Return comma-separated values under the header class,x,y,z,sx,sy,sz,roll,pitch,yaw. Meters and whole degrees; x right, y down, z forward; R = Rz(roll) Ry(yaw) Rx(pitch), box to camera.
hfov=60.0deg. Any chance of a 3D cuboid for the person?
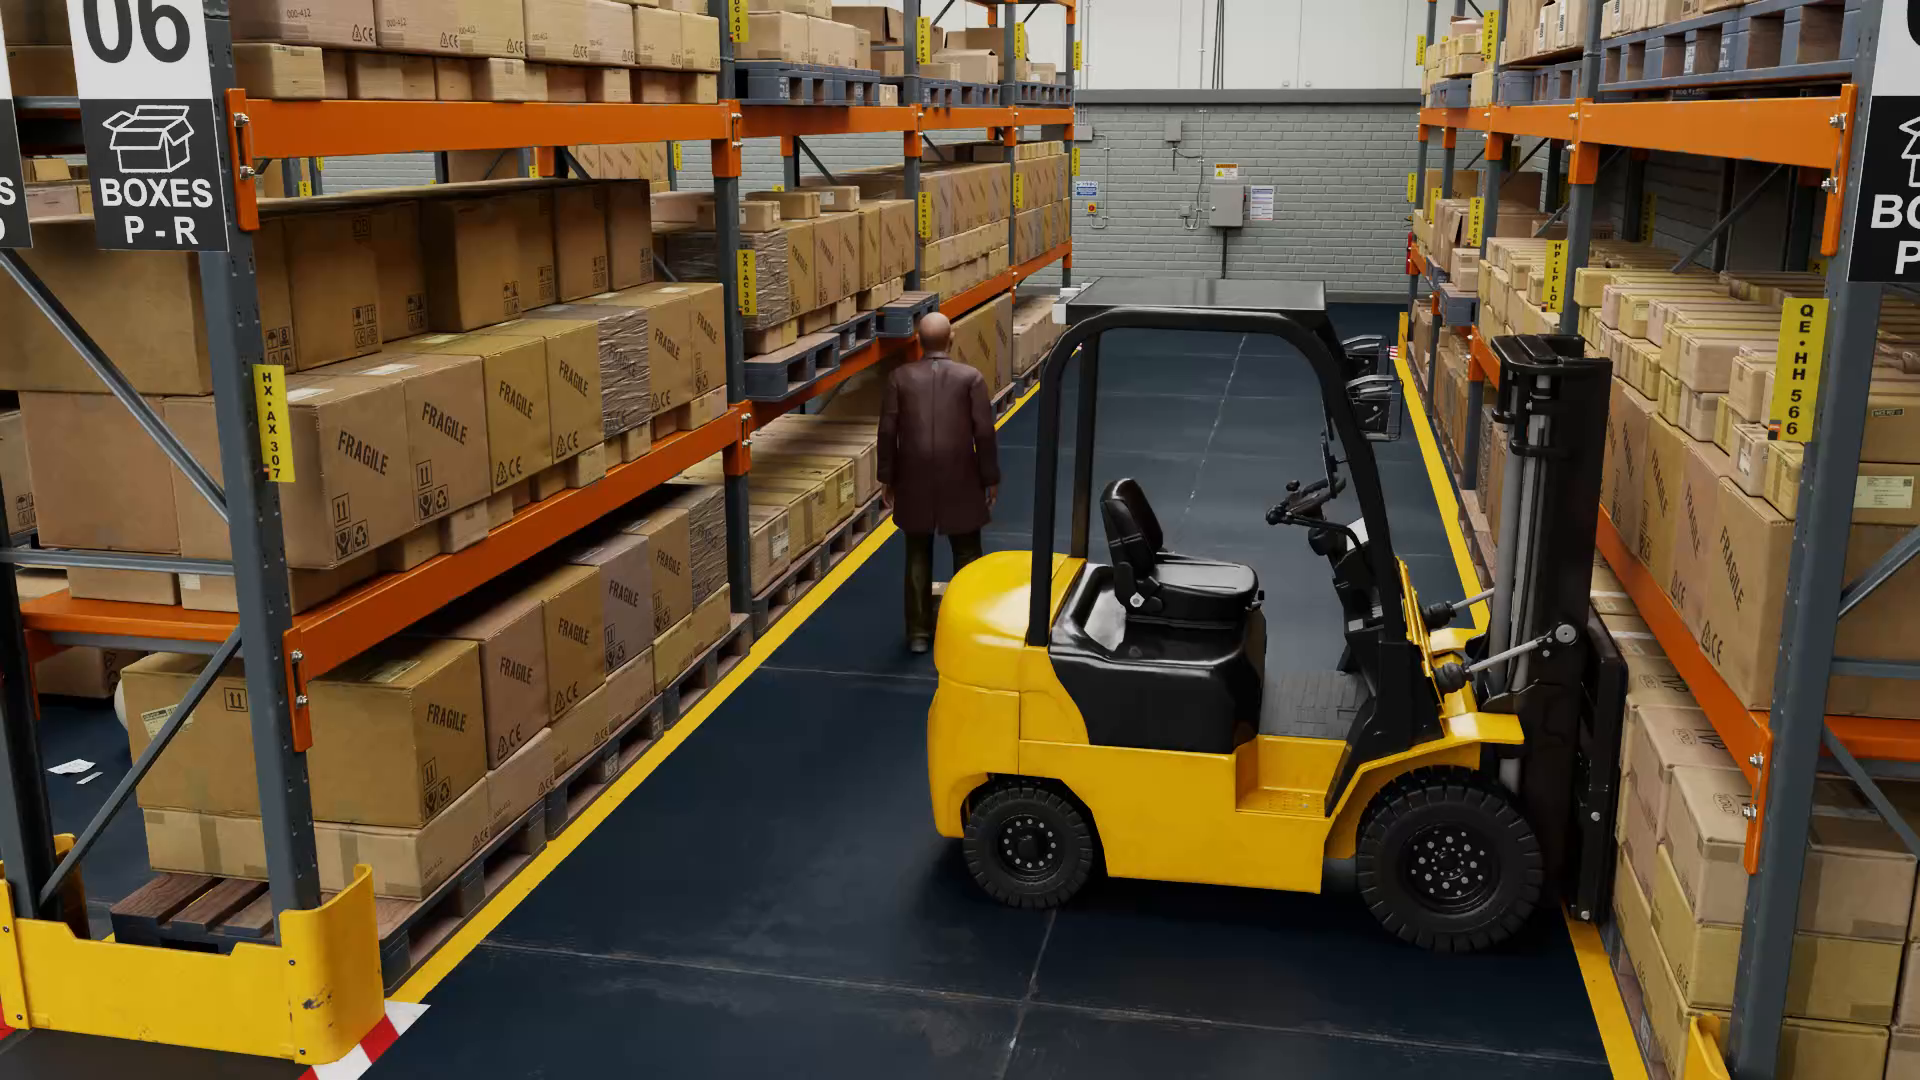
class,x,y,z,sx,sy,sz,roll,pitch,yaw
person,-0.114,-0.293,8.678,0.656,1.774,0.421,2,15,8
